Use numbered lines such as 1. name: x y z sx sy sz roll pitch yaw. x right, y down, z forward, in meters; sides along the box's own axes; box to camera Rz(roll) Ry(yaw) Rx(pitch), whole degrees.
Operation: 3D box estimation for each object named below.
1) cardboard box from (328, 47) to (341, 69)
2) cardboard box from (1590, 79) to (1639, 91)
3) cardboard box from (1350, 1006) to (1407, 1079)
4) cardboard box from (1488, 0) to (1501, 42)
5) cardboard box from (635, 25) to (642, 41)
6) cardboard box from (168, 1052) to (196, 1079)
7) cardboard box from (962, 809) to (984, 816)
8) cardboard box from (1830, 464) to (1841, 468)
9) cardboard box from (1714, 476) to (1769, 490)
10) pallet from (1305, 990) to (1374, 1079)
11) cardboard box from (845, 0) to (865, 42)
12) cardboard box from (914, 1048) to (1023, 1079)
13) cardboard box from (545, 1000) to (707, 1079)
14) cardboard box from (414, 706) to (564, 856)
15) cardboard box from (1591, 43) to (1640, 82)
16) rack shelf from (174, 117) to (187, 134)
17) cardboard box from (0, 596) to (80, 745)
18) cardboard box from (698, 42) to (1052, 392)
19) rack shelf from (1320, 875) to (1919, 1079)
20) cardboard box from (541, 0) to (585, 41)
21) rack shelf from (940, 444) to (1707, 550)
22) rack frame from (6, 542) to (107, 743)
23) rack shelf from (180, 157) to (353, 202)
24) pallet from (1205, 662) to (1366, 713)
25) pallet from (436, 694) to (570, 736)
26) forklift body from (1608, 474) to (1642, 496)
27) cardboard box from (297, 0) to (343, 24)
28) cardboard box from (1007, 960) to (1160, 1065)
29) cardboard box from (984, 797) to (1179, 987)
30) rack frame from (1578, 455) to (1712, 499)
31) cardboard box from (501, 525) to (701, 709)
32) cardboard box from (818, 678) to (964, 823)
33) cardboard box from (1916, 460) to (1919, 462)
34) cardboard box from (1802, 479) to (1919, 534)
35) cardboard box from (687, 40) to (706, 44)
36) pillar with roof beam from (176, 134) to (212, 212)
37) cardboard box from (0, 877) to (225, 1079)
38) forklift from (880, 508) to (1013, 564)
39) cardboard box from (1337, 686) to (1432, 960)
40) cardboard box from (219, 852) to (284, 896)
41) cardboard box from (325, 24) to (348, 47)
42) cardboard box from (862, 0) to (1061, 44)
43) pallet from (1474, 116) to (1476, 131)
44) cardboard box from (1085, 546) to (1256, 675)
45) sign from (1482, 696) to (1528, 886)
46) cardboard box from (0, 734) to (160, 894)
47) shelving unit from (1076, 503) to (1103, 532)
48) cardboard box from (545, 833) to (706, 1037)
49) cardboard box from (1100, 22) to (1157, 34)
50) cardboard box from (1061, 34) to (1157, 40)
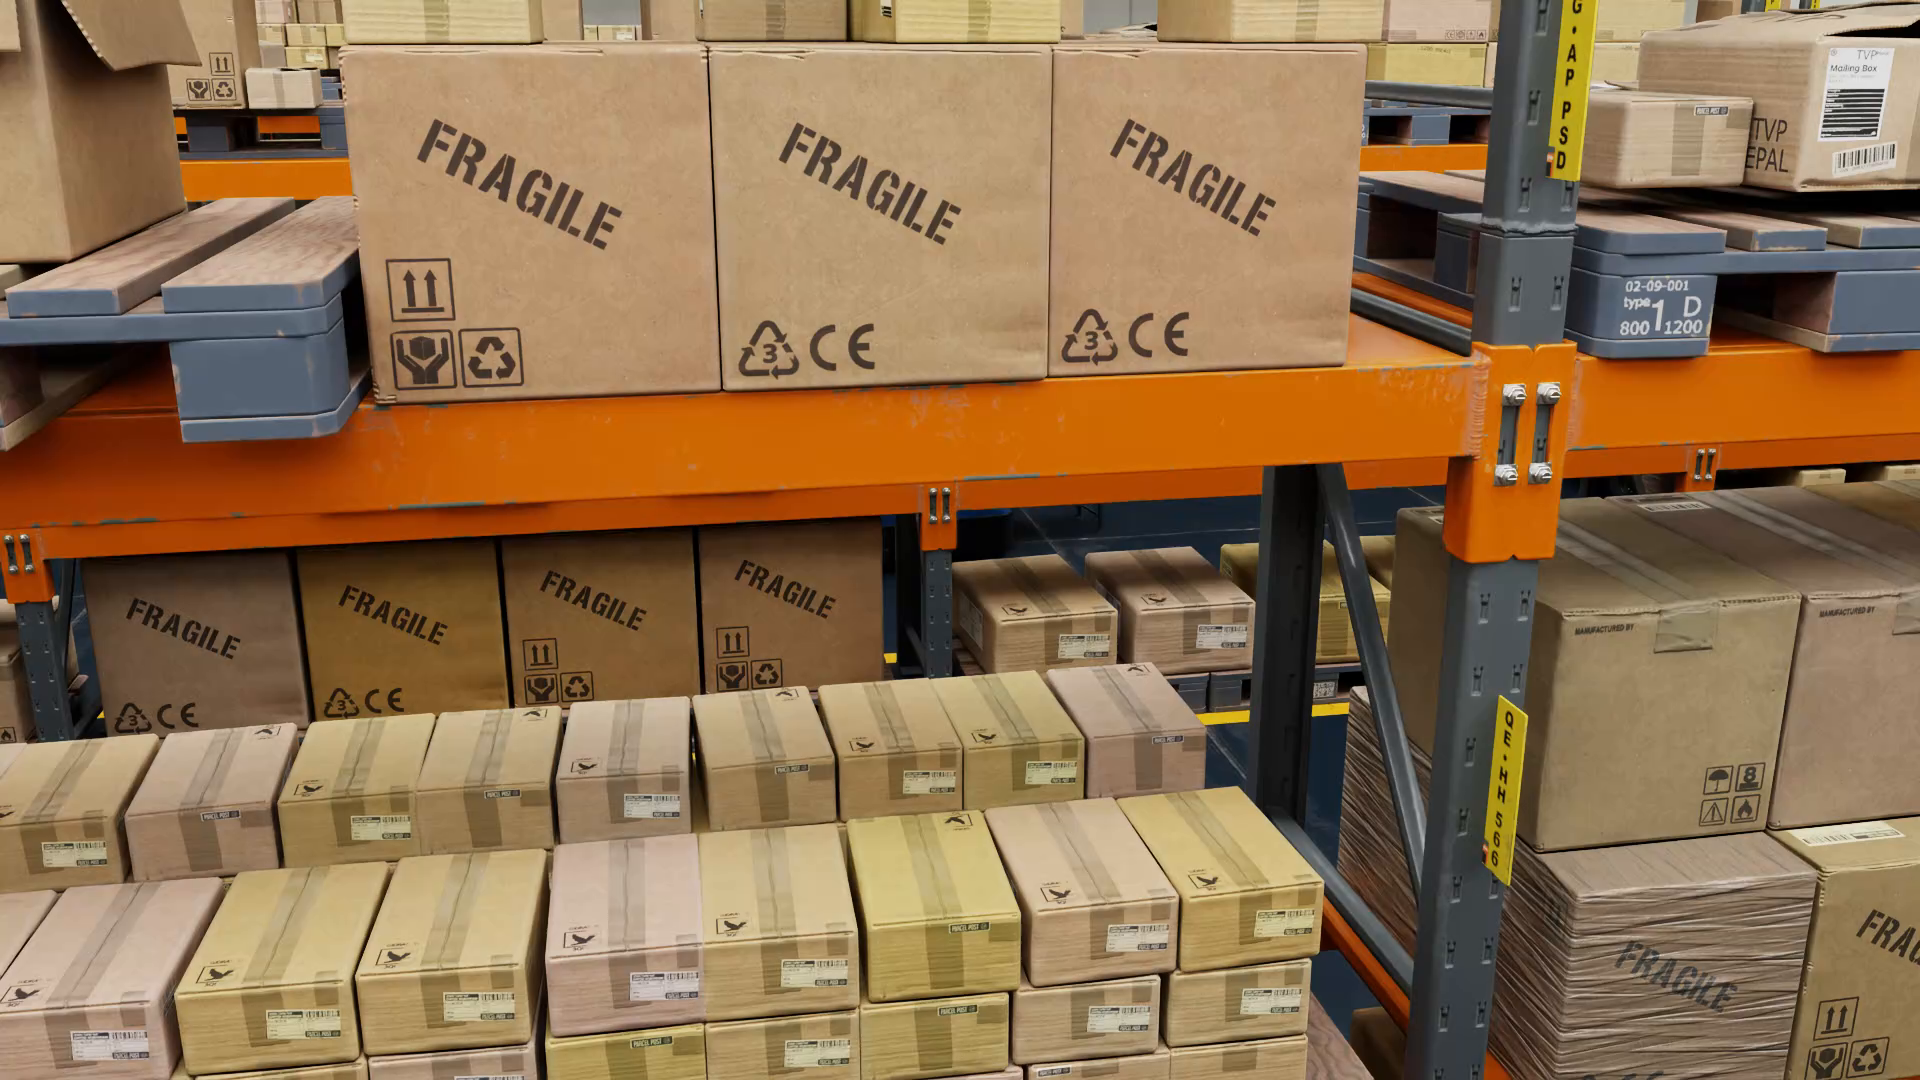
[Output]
1. cardboard box: -4.206 -3.339 11.509 0.250 0.149 0.380 -3 17 -10
2. cardboard box: 1.391 -0.867 3.428 0.250 0.166 0.380 -3 17 -10
3. cardboard box: 1.460 1.668 3.890 0.750 0.750 1.050 -3 17 -11
4. cardboard box: 2.597 -2.697 8.565 0.500 0.250 0.500 -4 17 -12
5. cardboard box: -2.208 -3.626 11.969 0.250 0.149 0.380 -4 17 -11
6. cardboard box: -1.321 0.837 2.684 0.250 0.149 0.380 -4 17 -11
7. cardboard box: 0.066 0.563 3.576 0.250 0.149 0.380 -2 17 -8
8. cardboard box: 4.763 -0.227 9.633 0.500 0.500 0.500 -3 17 -9
9. cardboard box: 4.364 -0.043 9.034 0.500 0.500 0.500 -2 17 -8
10. pallet: 0.165 0.963 3.394 1.003 0.211 1.213 -3 17 -10
11. cardboard box: -0.111 -1.075 3.120 0.258 0.266 0.396 -3 17 -10
12. cardboard box: -0.049 0.908 2.959 0.250 0.149 0.380 -3 17 -10
13. cardboard box: -0.564 0.795 2.822 0.250 0.149 0.380 -3 17 -11
14. cardboard box: -0.936 0.479 3.341 0.250 0.149 0.380 -3 17 -9
15. cardboard box: 3.188 -2.332 8.226 0.500 0.250 0.500 -4 17 -12
16. rack shelf: -7.030 -2.807 11.458 4.000 0.370 1.077 -3 17 -10
17. cardboard box: -4.758 0.630 7.799 0.875 0.438 0.875 -3 17 -11
18. cardboard box: -0.156 -0.544 2.695 0.500 0.500 0.500 -3 17 -10
19. rack shelf: 2.809 1.033 4.064 4.000 0.370 1.077 -3 17 -10
20. cardboard box: -1.869 -2.121 7.114 0.500 0.500 0.500 -3 17 -10
21. rack shelf: 1.770 -0.388 8.691 4.000 0.370 1.077 -3 17 -10
22. rack frame: -4.121 -0.398 7.497 0.127 3.000 1.000 -3 17 -10
23. rack shelf: -2.157 -1.599 7.525 4.000 0.370 1.077 -3 17 -10
24. pallet: 1.769 0.603 8.991 1.213 0.211 1.003 -3 17 -10
25. pallet: -2.177 0.802 8.342 1.213 0.211 1.003 -3 17 -10
26. forklift body: 5.200 -1.459 12.400 1.214 2.155 2.313 -3 17 -10
27. cardboard box: -4.525 -3.792 11.770 0.258 0.266 0.396 -3 17 -10
28. cardboard box: 0.184 0.752 2.960 0.250 0.149 0.380 -3 17 -8
29. cardboard box: 0.204 0.609 2.921 0.250 0.149 0.380 -3 17 -11
30. rack frame: 3.734 -0.843 8.948 0.127 3.000 1.000 -3 17 -10
31. cardboard box: -1.764 0.258 8.268 0.875 0.875 0.875 -3 17 -10
32. cardboard box: -0.151 0.434 3.490 0.250 0.149 0.380 -3 17 -11
33. cardboard box: 5.267 -0.388 9.051 0.250 0.149 0.380 -2 17 -7
34. cardboard box: 2.287 0.195 3.694 0.500 0.500 0.700 -4 17 -11
35. cardboard box: -0.256 -0.696 3.189 0.500 0.500 0.500 -3 17 -10
36. pillar with roof beam: -5.104 -3.676 7.954 0.400 9.000 9.100 -3 17 -10
37. cardboard box: -1.339 0.697 2.633 0.250 0.149 0.380 -3 17 -8
38. forklift: -1.225 -1.275 10.470 3.031 2.935 1.130 -6 18 -18
39. cardboard box: 1.236 0.651 3.914 0.500 0.500 0.500 -3 17 -10
40. cardboard box: -1.436 0.647 3.301 0.250 0.149 0.380 -3 17 -10
41. cardboard box: -4.184 -3.460 11.396 0.250 0.149 0.380 -4 17 -11
42. cardboard box: -0.004 -0.916 2.603 0.258 0.266 0.396 -3 17 -10
43. pallet: 3.108 -2.184 8.523 1.003 0.211 1.213 -3 17 -10
44. cardboard box: 1.086 0.363 8.781 0.625 0.372 0.950 -4 17 -12
45. sign: 0.957 0.441 2.929 0.005 0.325 0.100 -3 17 -10
46. cardboard box: -1.708 0.524 3.197 0.250 0.149 0.380 -4 17 -12
47. shelving unit: 0.562 -0.792 11.334 0.755 1.500 0.431 -6 18 -18
48. cardboard box: -0.553 0.651 2.783 0.250 0.149 0.380 -3 17 -10
49. cardboard box: 1.371 -3.760 12.603 0.500 0.311 0.500 -4 17 -12
50. cardboard box: 0.739 -2.152 7.930 0.500 0.500 0.700 -3 17 -10
